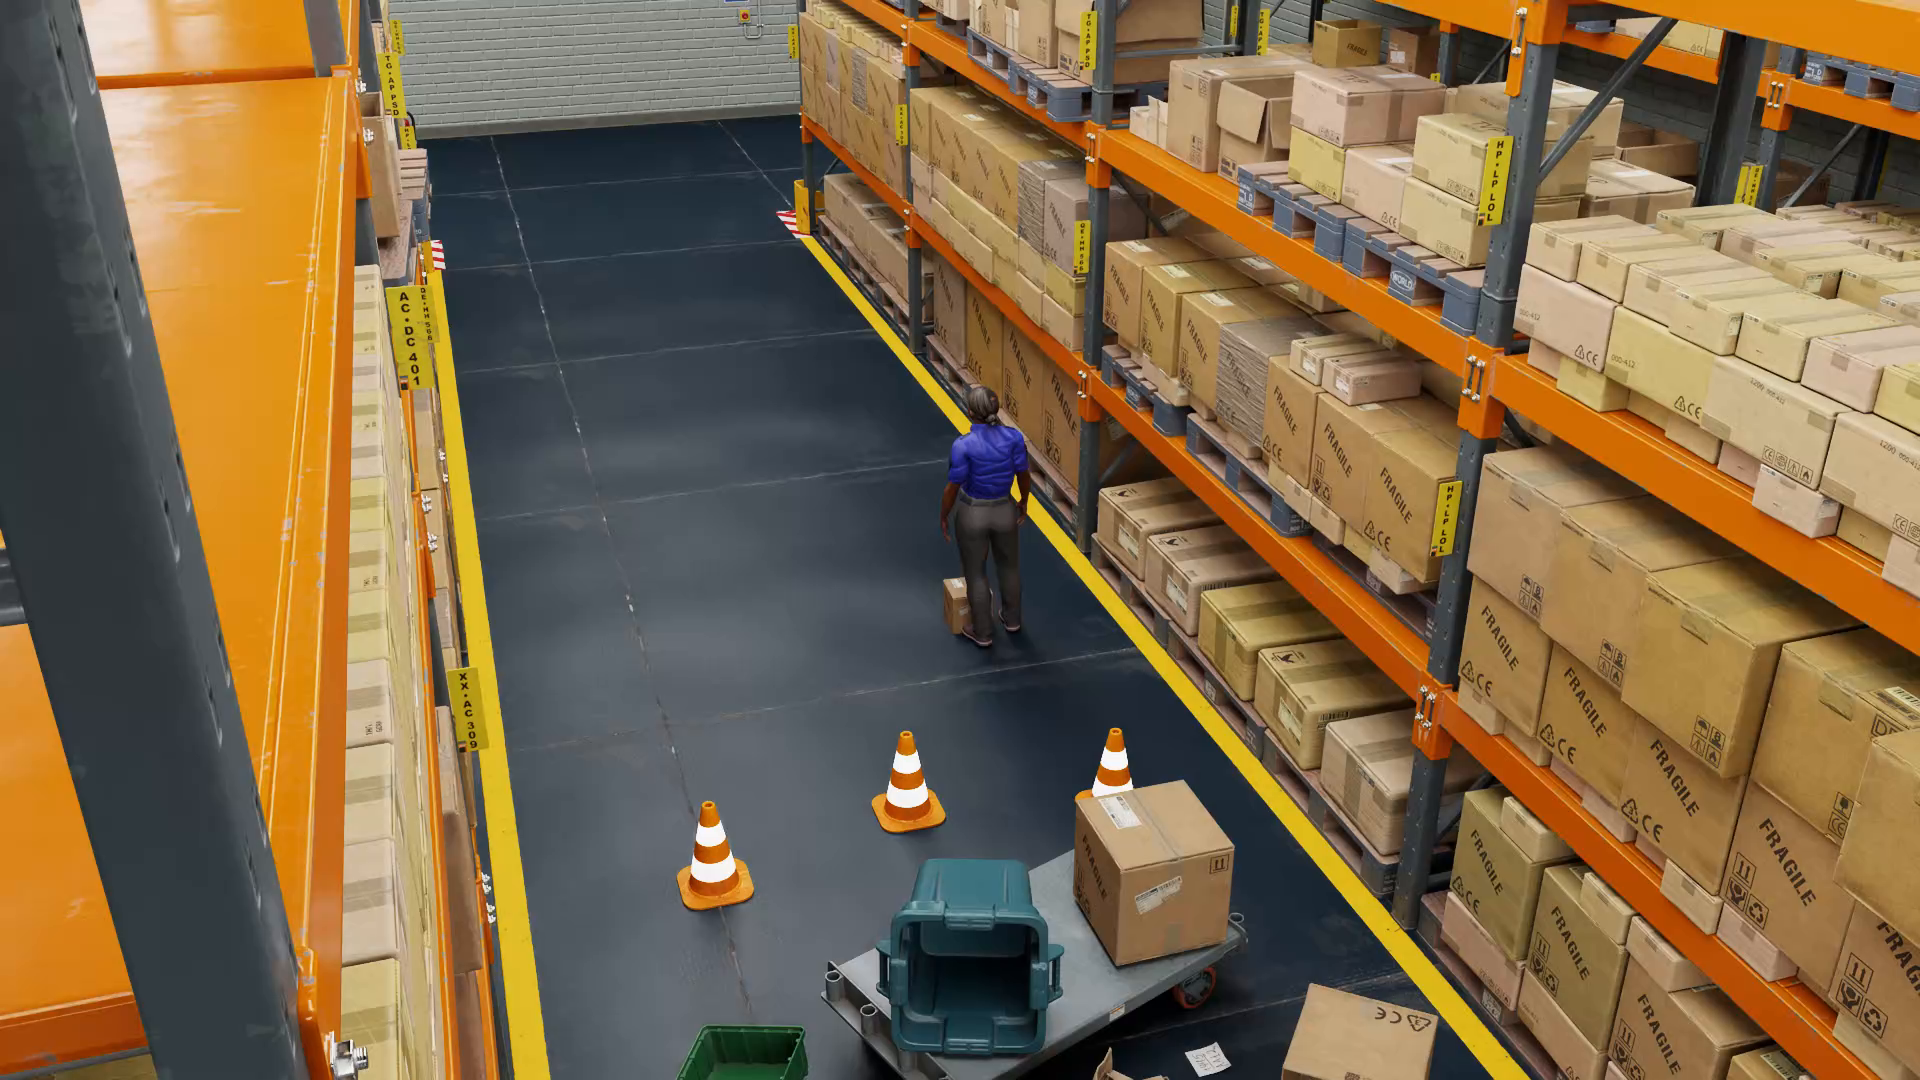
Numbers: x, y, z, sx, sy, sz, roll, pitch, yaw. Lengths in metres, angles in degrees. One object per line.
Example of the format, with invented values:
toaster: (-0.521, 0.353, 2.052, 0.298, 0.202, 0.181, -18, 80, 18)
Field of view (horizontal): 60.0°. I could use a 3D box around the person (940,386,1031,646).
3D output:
person: (0.139, -0.165, 9.667, 0.569, 1.656, 0.503, -8, 28, -16)
